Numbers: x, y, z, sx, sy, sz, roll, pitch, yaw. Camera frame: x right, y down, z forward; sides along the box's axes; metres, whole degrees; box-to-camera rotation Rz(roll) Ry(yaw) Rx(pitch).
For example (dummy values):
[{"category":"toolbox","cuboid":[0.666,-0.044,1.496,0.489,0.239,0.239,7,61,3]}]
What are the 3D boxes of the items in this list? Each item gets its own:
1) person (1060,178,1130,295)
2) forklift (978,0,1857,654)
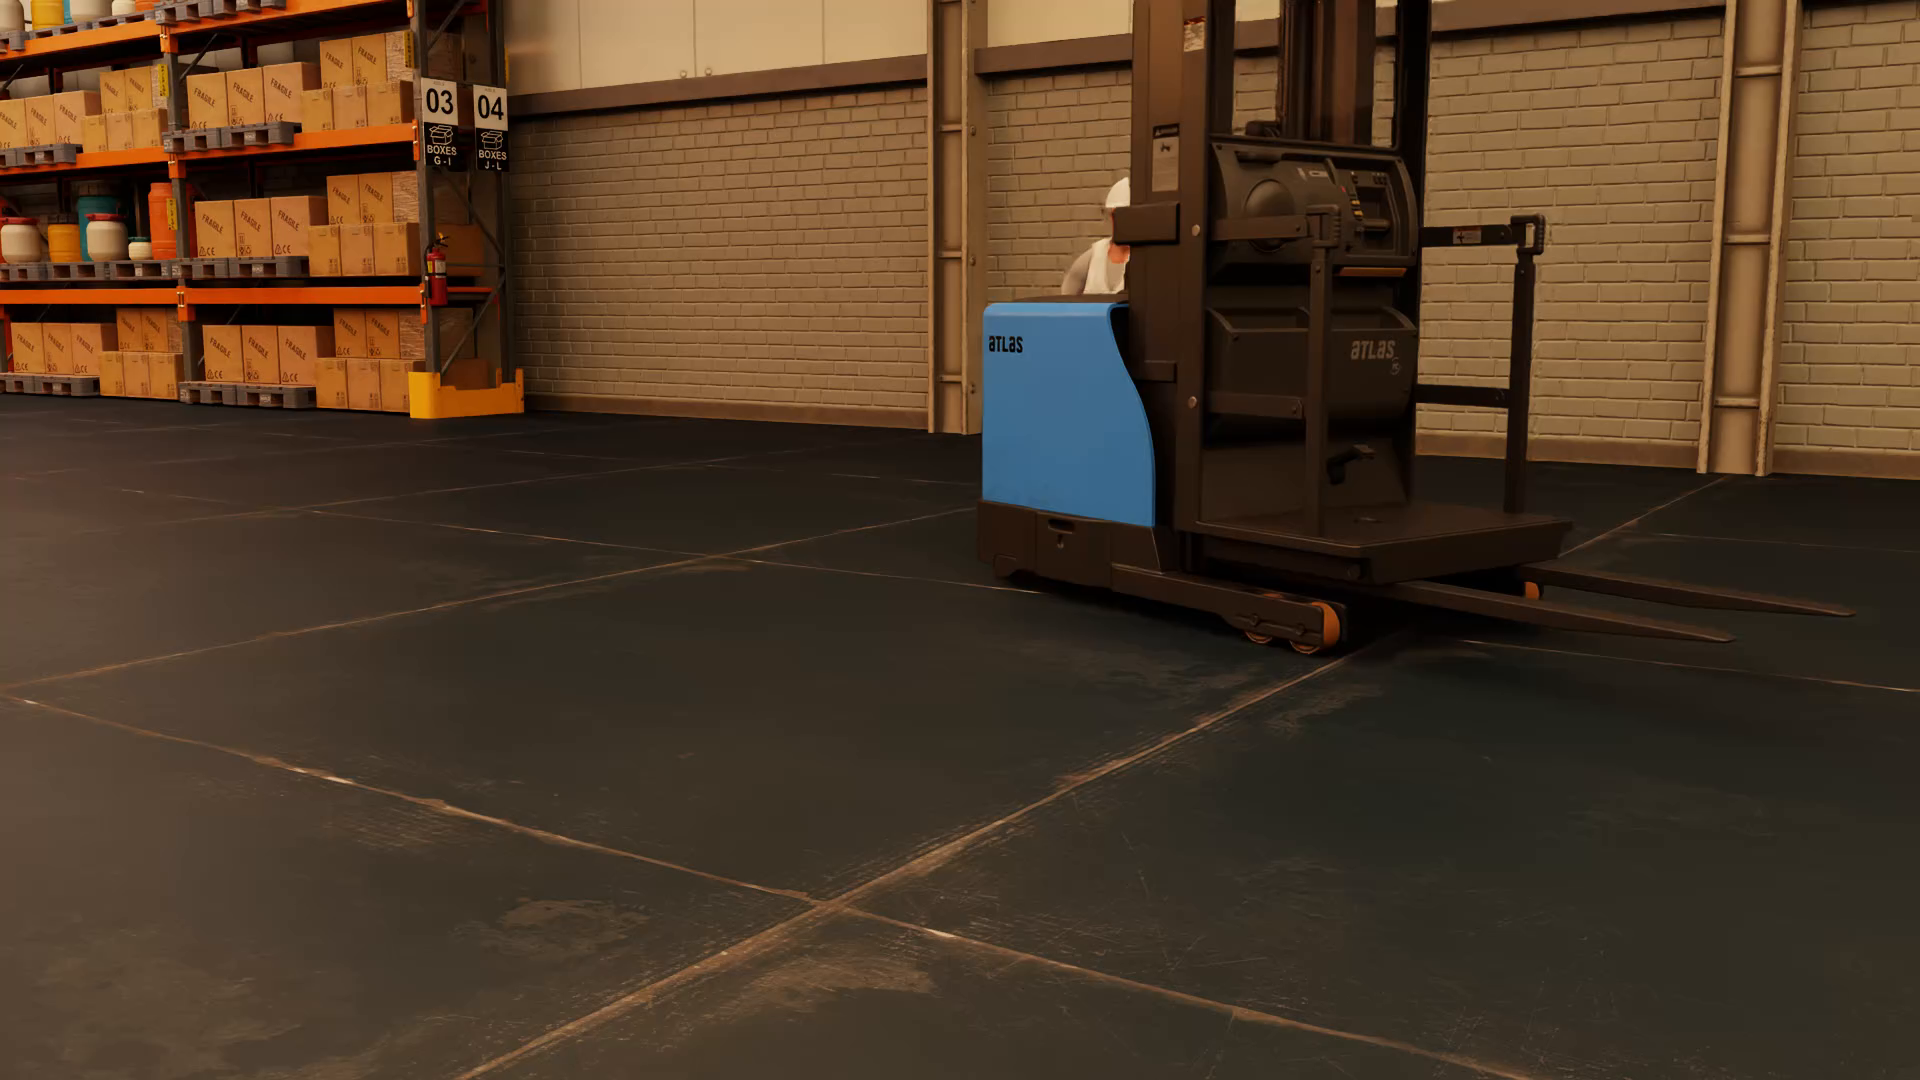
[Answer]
[{"category":"person","cuboid":[0.748,-0.788,7.462,0.997,1.643,0.726,4,9,28]},{"category":"forklift","cuboid":[1.335,-1.175,5.455,1.130,2.935,3.031,-6,10,-35]}]
